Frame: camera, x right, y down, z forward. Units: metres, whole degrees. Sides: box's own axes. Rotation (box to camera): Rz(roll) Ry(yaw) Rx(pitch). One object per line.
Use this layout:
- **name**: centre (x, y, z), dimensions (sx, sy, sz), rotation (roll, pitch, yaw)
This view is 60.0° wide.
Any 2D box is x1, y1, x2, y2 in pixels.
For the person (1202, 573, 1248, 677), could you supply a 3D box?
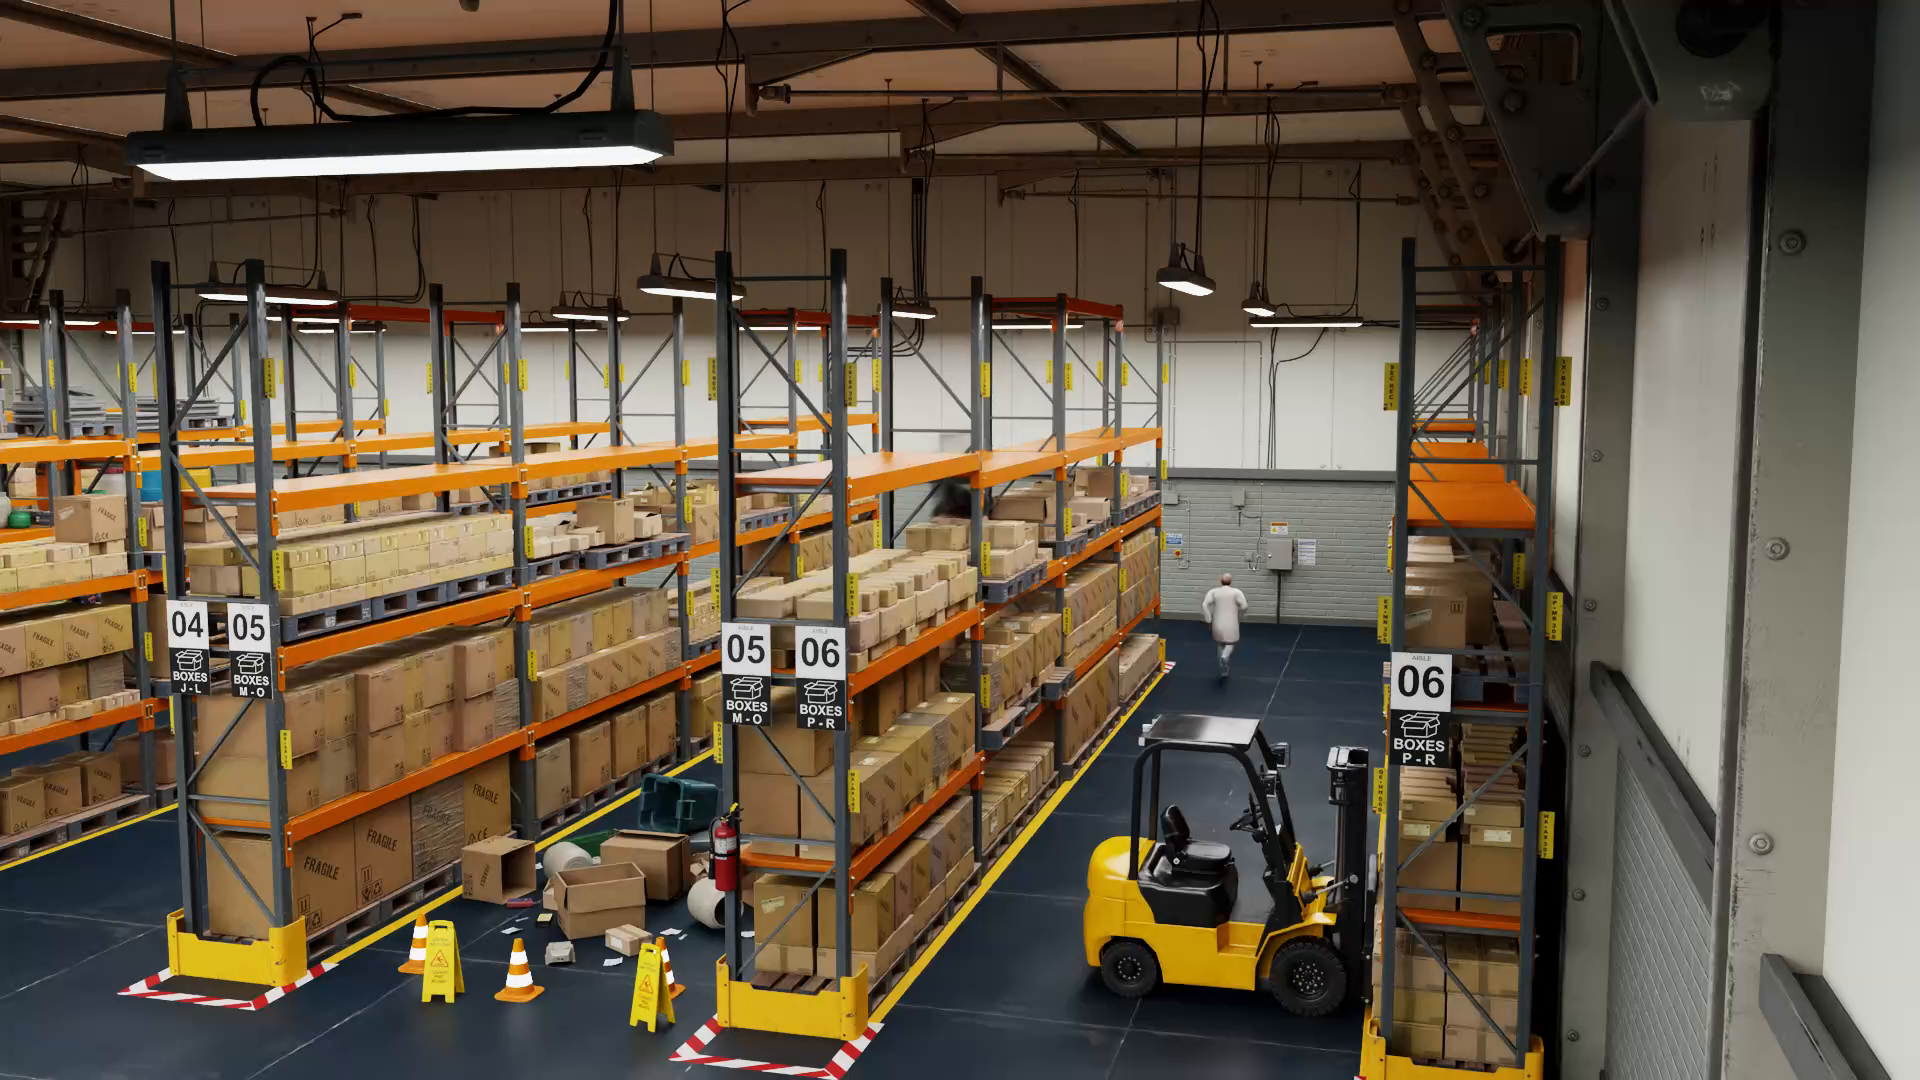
- **person**: centre (4.378, 1.415, 27.406), dimensions (0.748, 1.756, 0.645), rotation (2, 6, 18)
